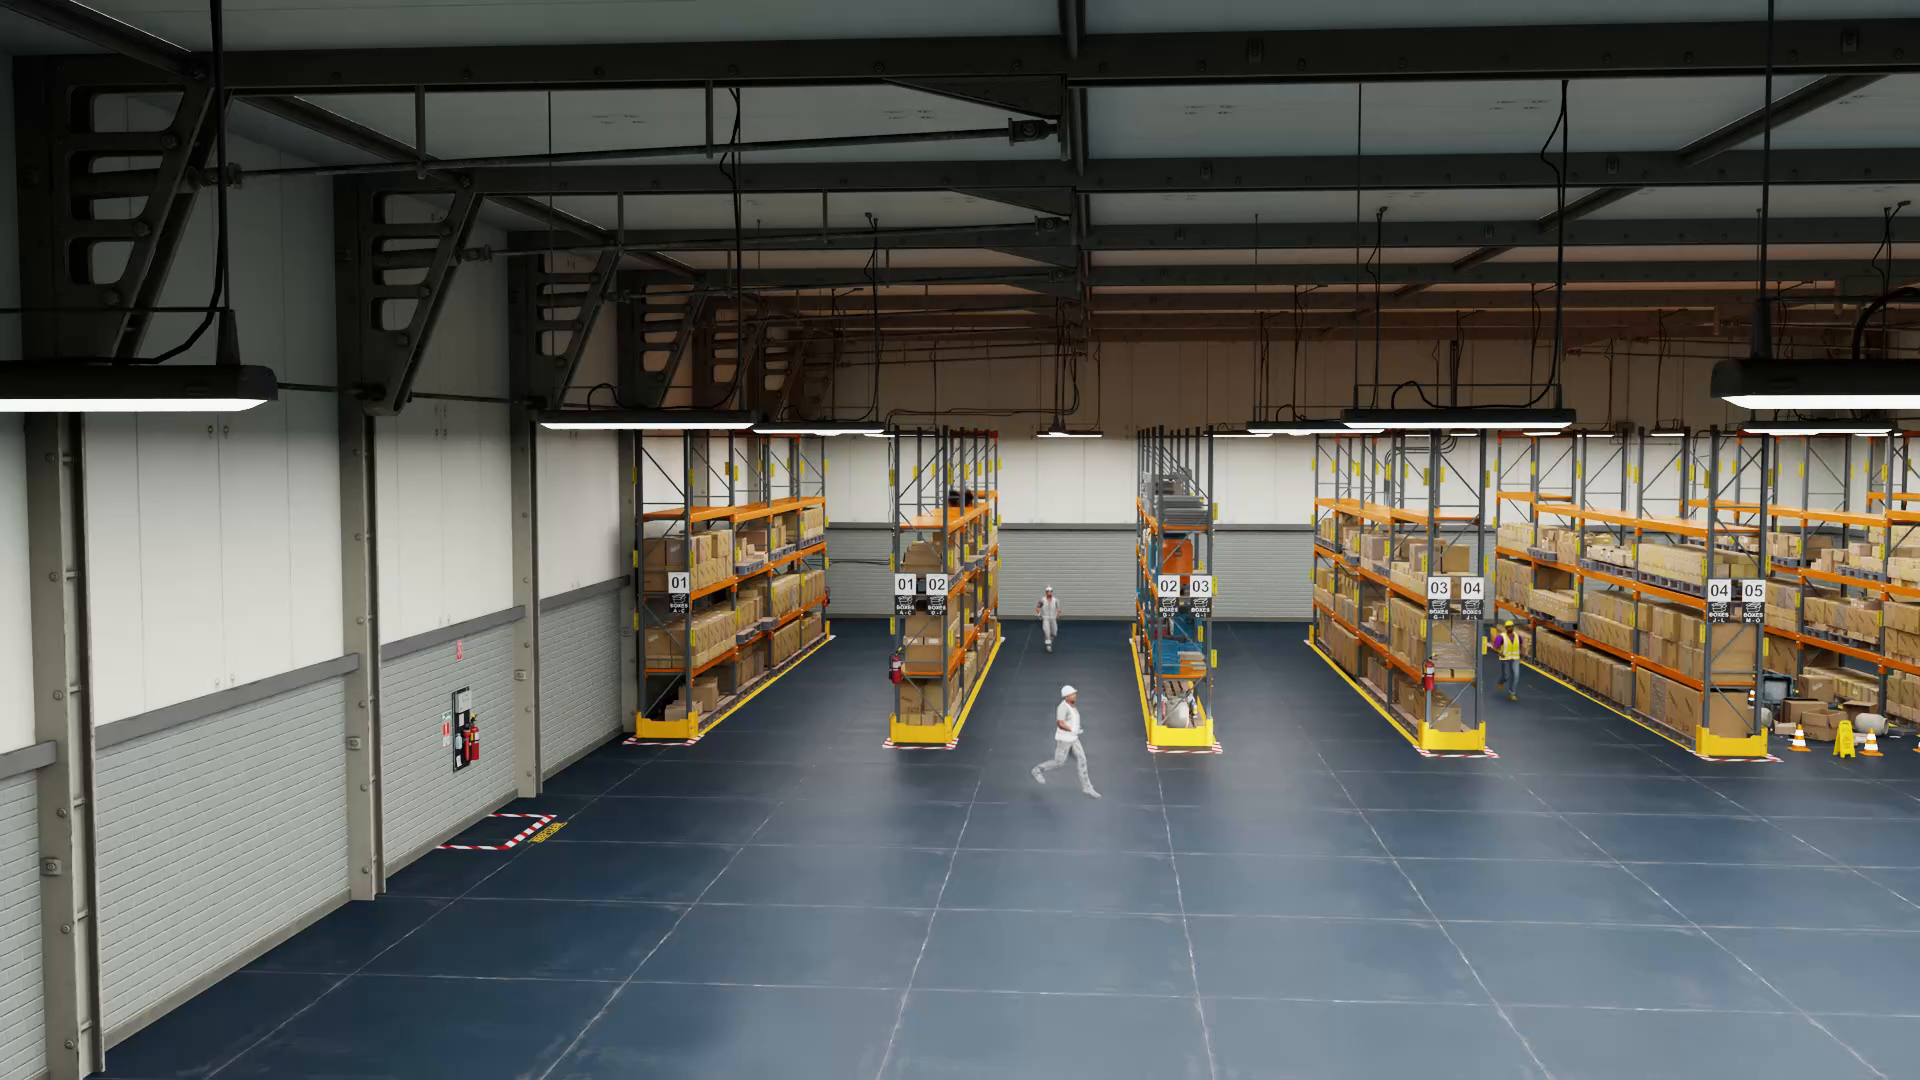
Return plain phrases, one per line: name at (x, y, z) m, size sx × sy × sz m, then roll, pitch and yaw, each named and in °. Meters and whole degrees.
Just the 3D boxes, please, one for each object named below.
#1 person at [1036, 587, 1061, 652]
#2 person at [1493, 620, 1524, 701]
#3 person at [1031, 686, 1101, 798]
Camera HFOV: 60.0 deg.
person at (2.402, 2.148, 44.983) m, size 0.664 × 1.751 × 0.793 m, roll 0°, pitch 3°, yaw -5°
person at (12.188, 2.653, 36.862) m, size 0.712 × 1.745 × 0.870 m, roll 0°, pitch 3°, yaw -1°
person at (1.692, 3.233, 26.756) m, size 1.161 × 1.783 × 0.647 m, roll 2°, pitch 4°, yaw 27°
